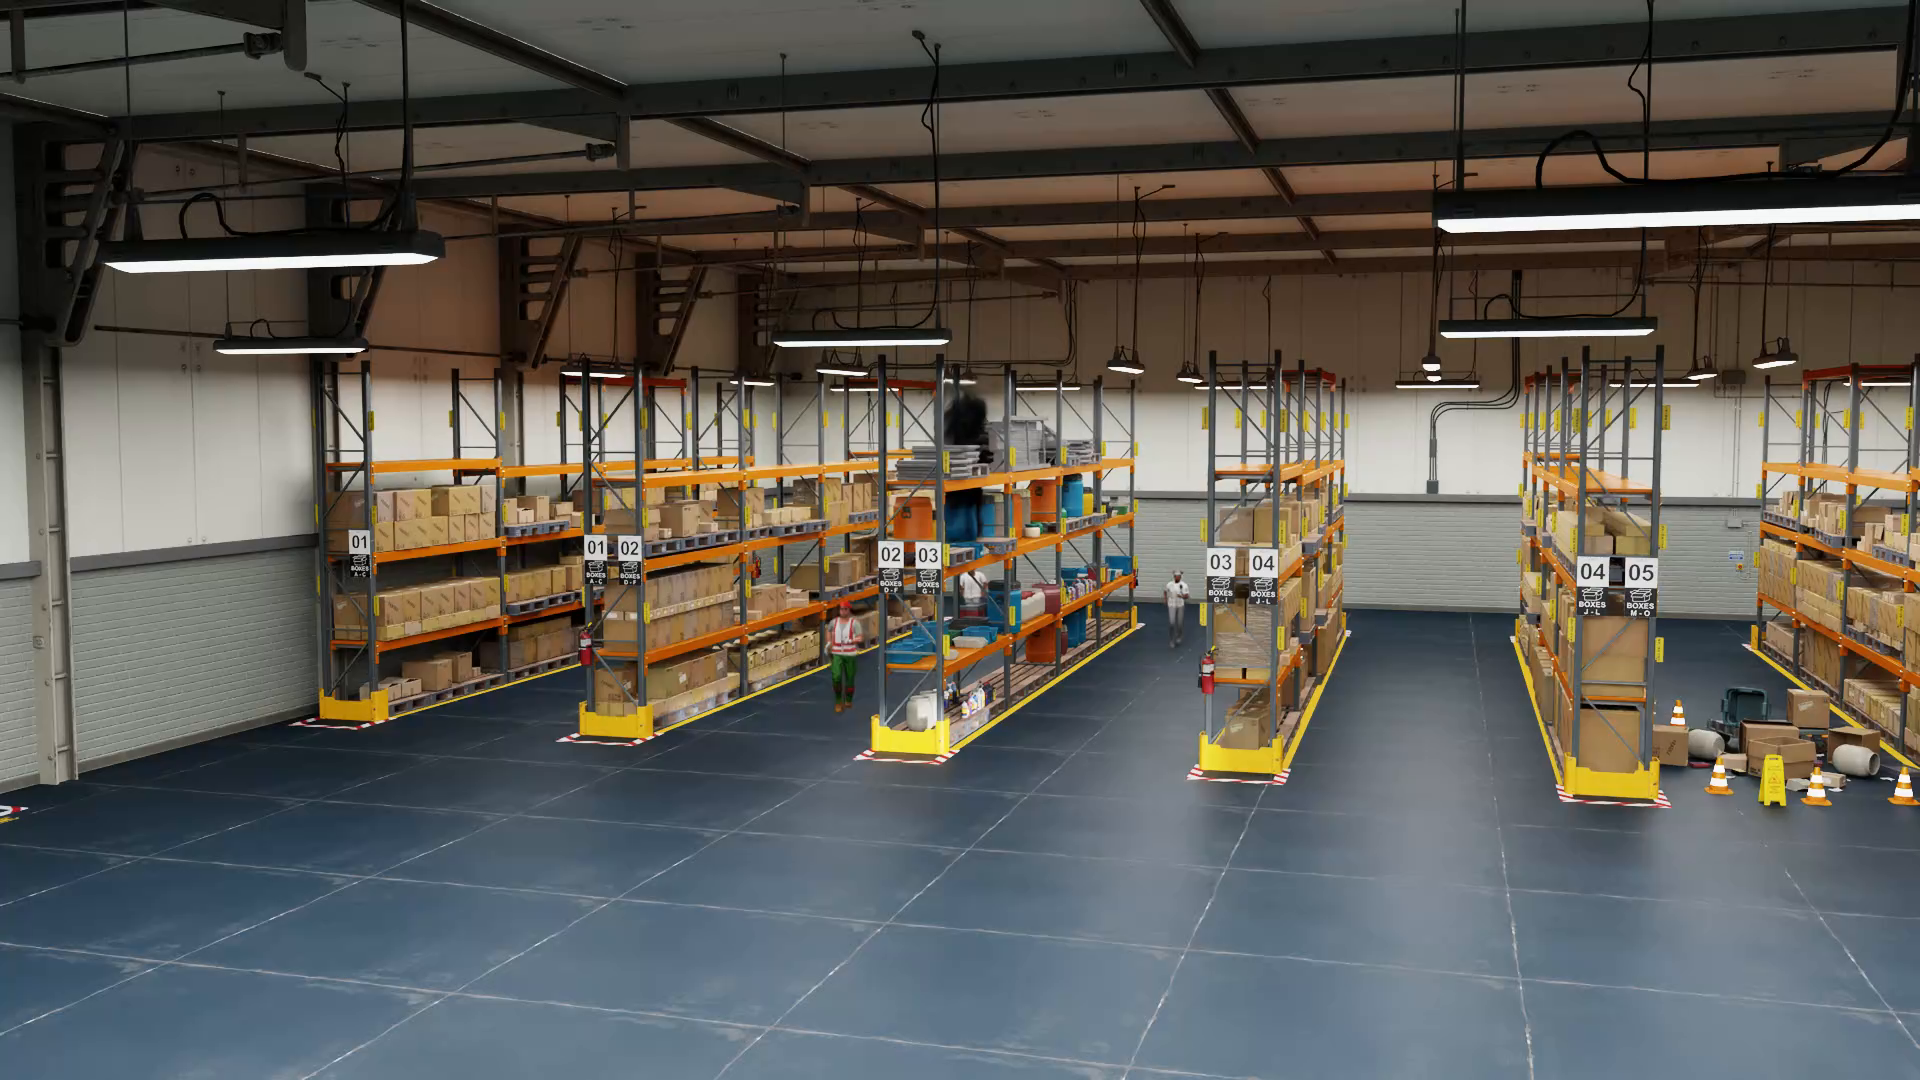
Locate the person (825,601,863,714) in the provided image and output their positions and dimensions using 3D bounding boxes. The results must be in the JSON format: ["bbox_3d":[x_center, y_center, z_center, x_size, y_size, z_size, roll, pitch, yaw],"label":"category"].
[{"bbox_3d":[-1.892,1.906,26.984,0.641,1.837,0.690,0,4,3],"label":"person"}]

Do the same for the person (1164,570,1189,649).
[{"bbox_3d":[4.802,1.526,36.906,0.549,1.761,0.765,0,4,5],"label":"person"}]

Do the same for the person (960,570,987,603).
[{"bbox_3d":[0.279,1.349,38.913,0.672,1.746,0.657,0,4,6],"label":"person"}]
